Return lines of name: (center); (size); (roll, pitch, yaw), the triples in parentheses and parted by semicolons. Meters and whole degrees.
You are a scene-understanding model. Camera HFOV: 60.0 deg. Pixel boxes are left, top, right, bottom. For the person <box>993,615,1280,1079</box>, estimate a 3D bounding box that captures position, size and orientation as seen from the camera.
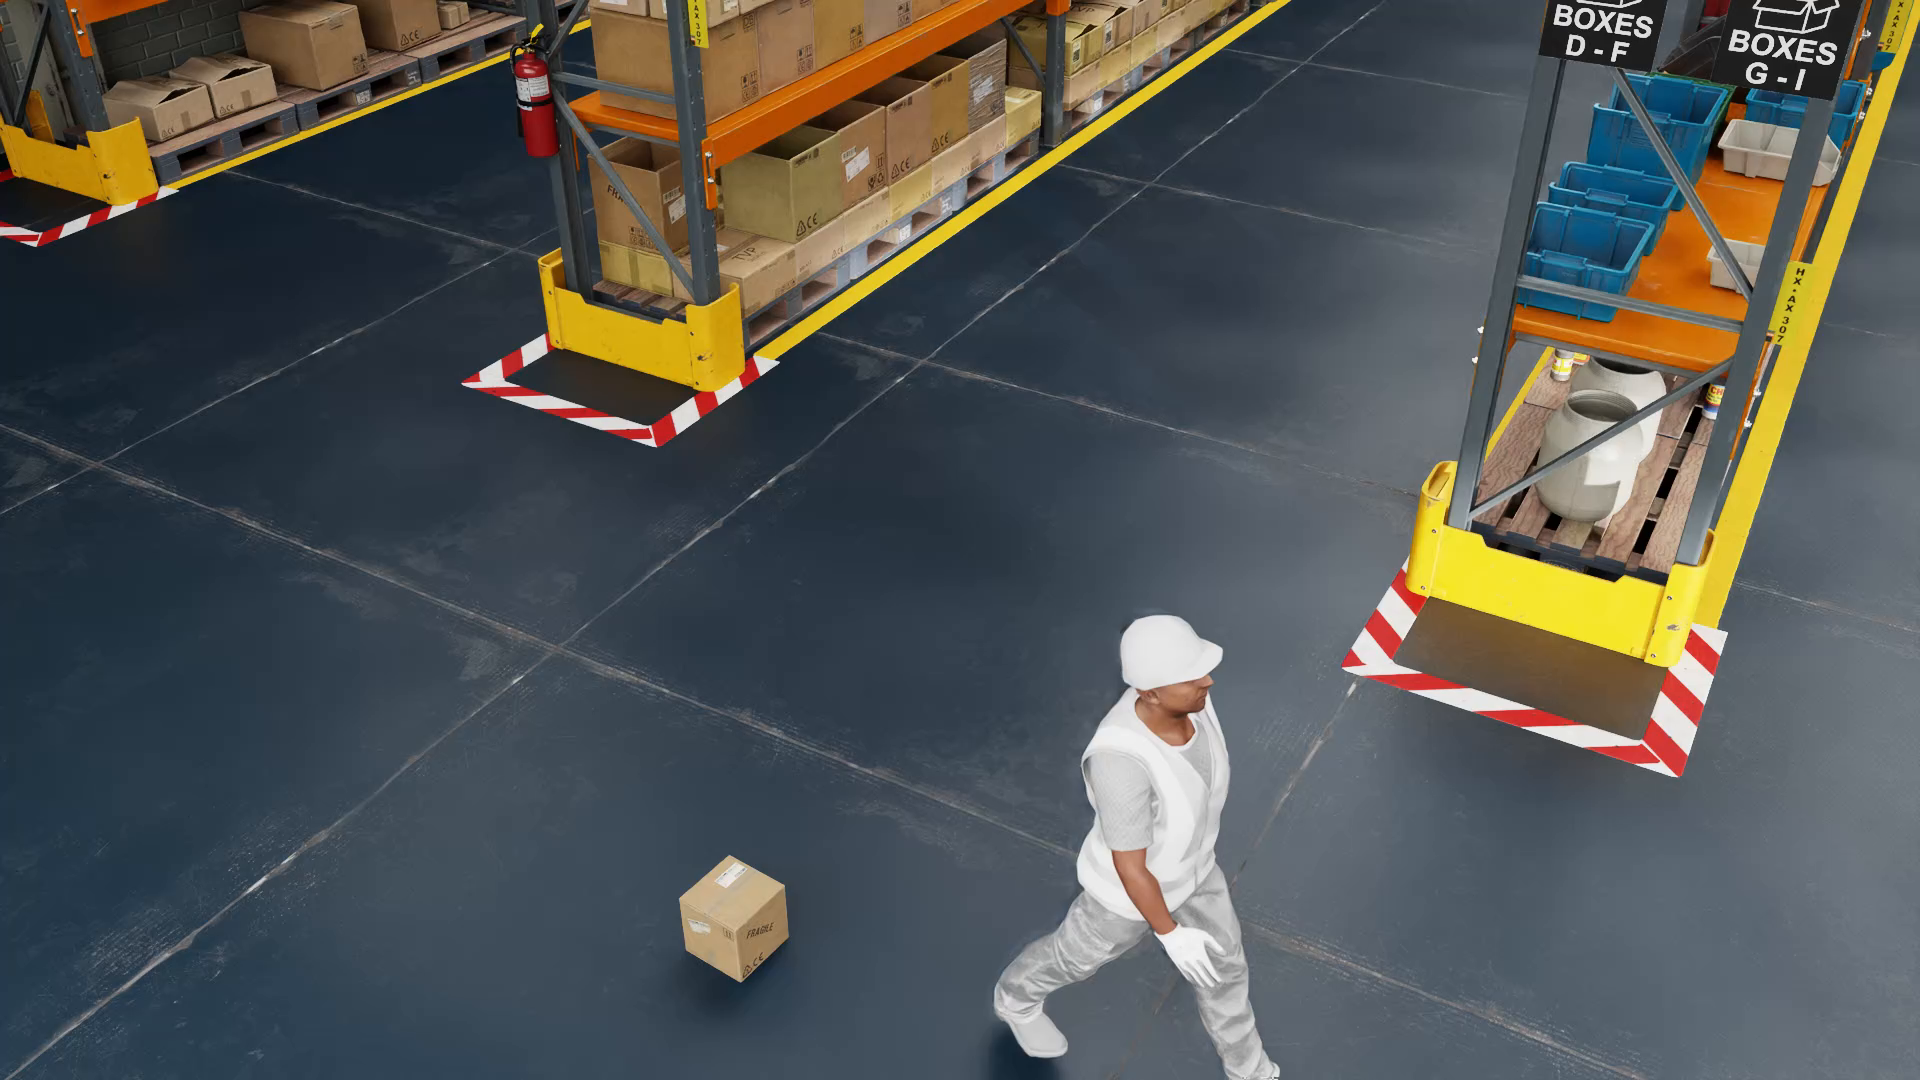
person: (0.584, 0.953, 4.684); (1.062, 1.729, 0.541); (23, 40, 30)
